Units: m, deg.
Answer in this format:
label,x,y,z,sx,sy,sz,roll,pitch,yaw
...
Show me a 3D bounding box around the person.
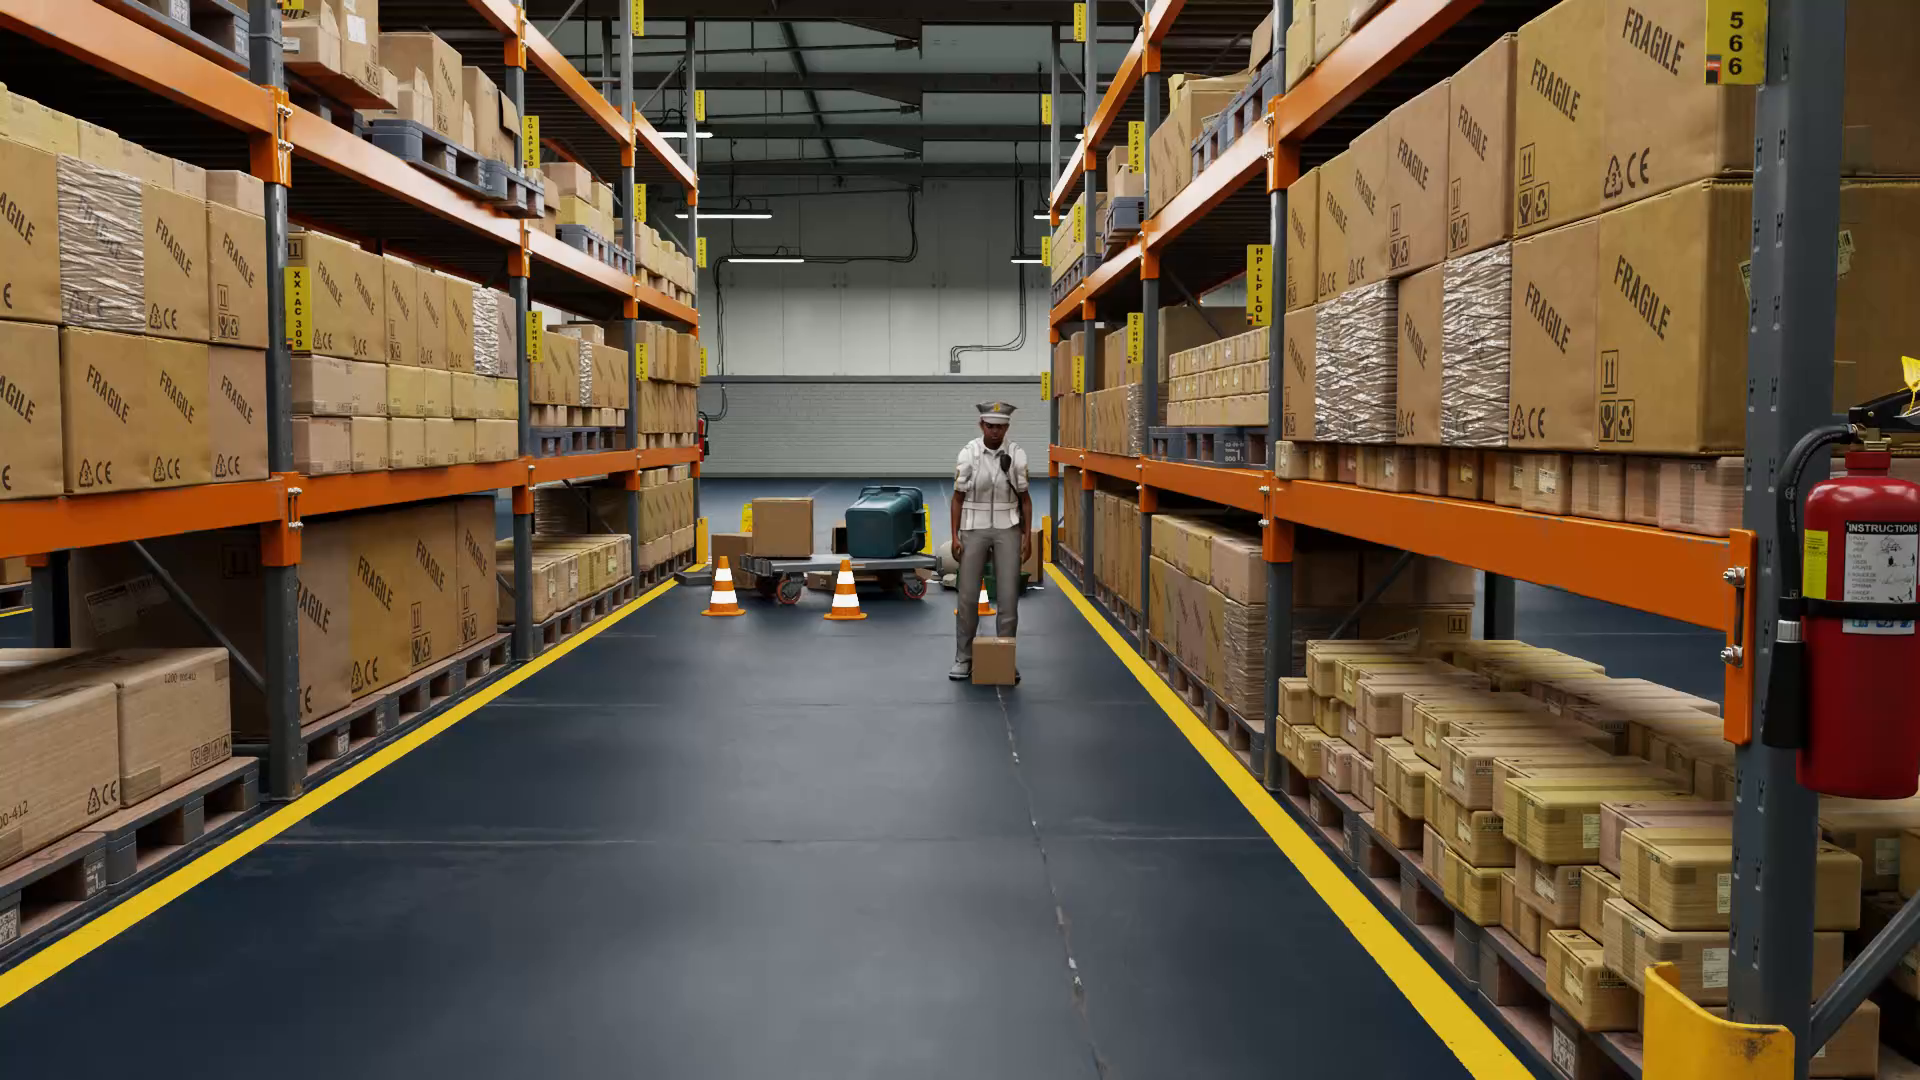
label,x,y,z,sx,sy,sz,roll,pitch,yaw
person,0.184,-0.002,10.023,0.506,1.660,0.415,0,4,-1
